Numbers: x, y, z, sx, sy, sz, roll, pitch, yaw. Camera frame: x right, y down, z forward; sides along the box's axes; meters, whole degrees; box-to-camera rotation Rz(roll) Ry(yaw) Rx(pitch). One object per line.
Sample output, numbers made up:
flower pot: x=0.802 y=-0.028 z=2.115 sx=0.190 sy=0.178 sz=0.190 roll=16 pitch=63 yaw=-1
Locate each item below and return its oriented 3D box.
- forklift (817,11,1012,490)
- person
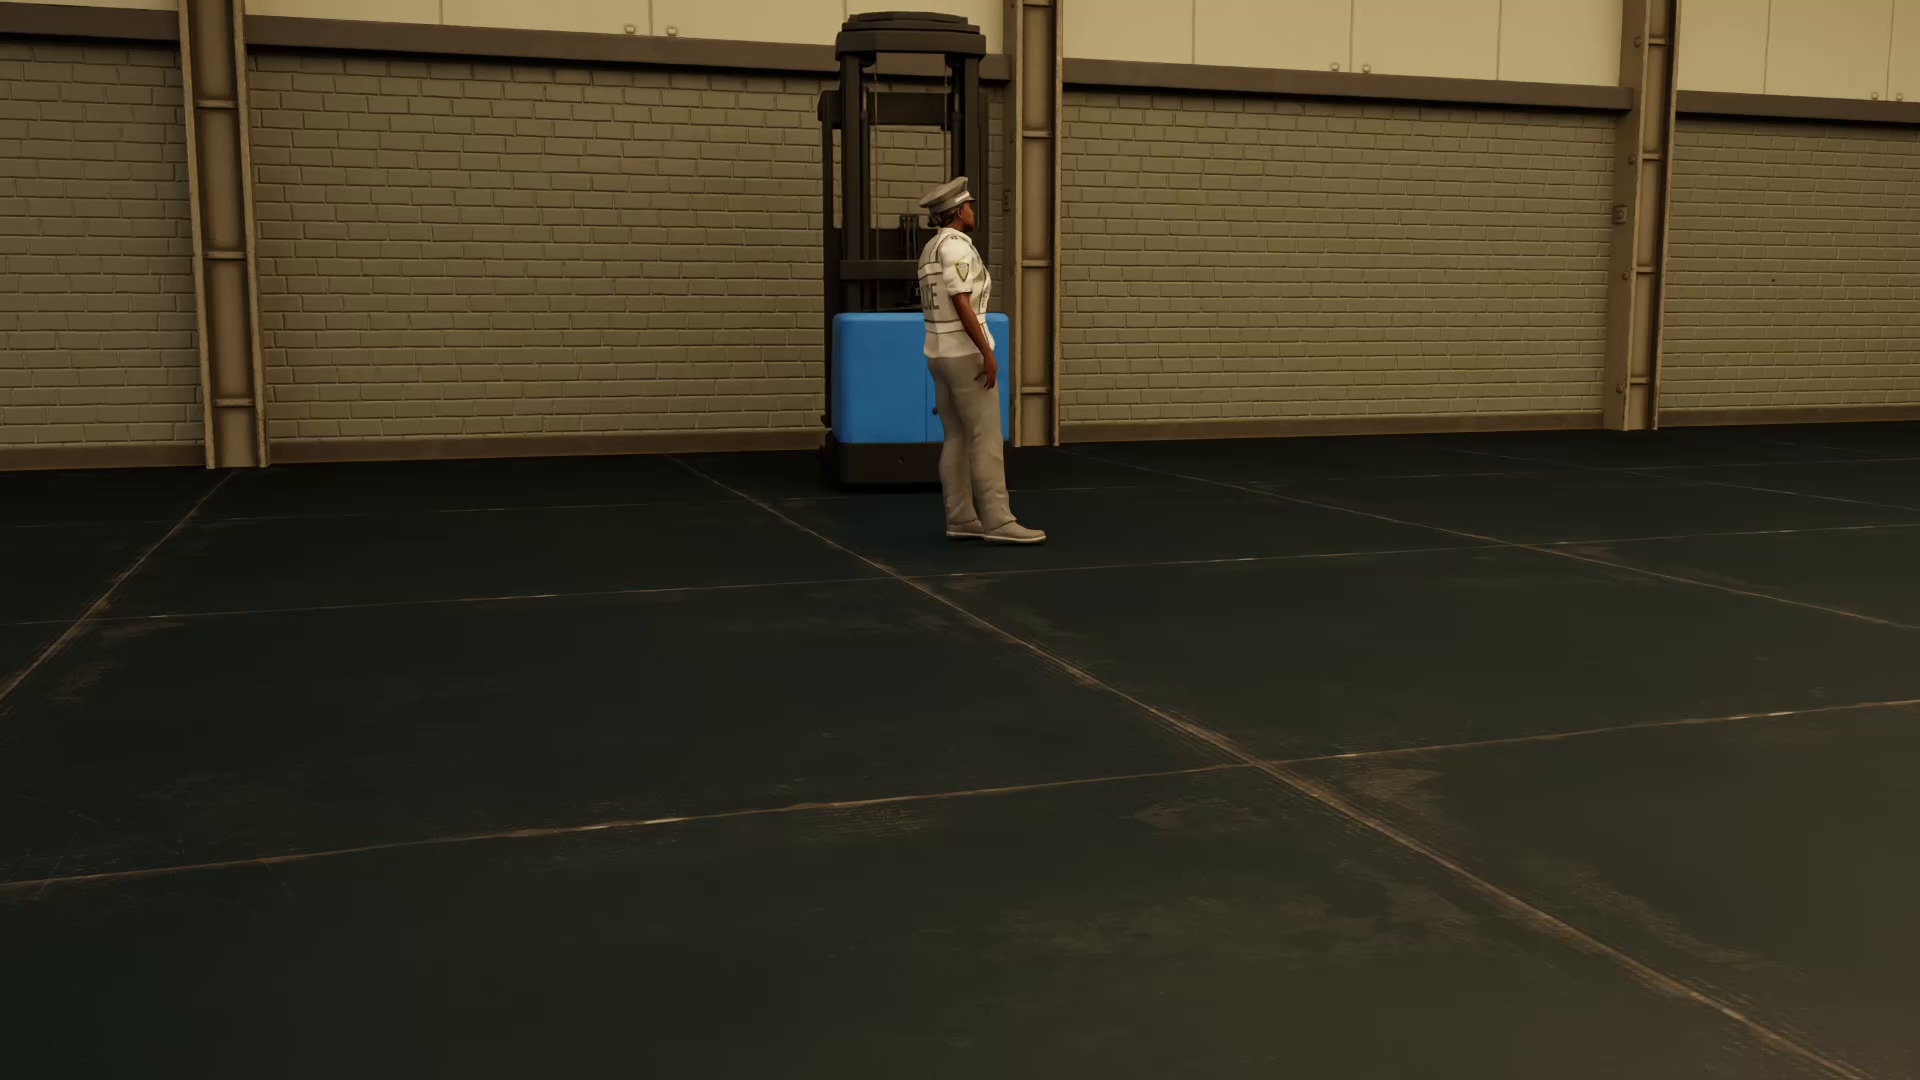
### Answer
forklift: x=-0.386 y=-1.924 z=11.193 sx=1.130 sy=2.935 sz=3.031 roll=-1 pitch=8 yaw=-7
person: x=0.077 y=-0.848 z=7.814 sx=0.528 sy=1.697 sz=0.570 roll=-3 pitch=8 yaw=-18
